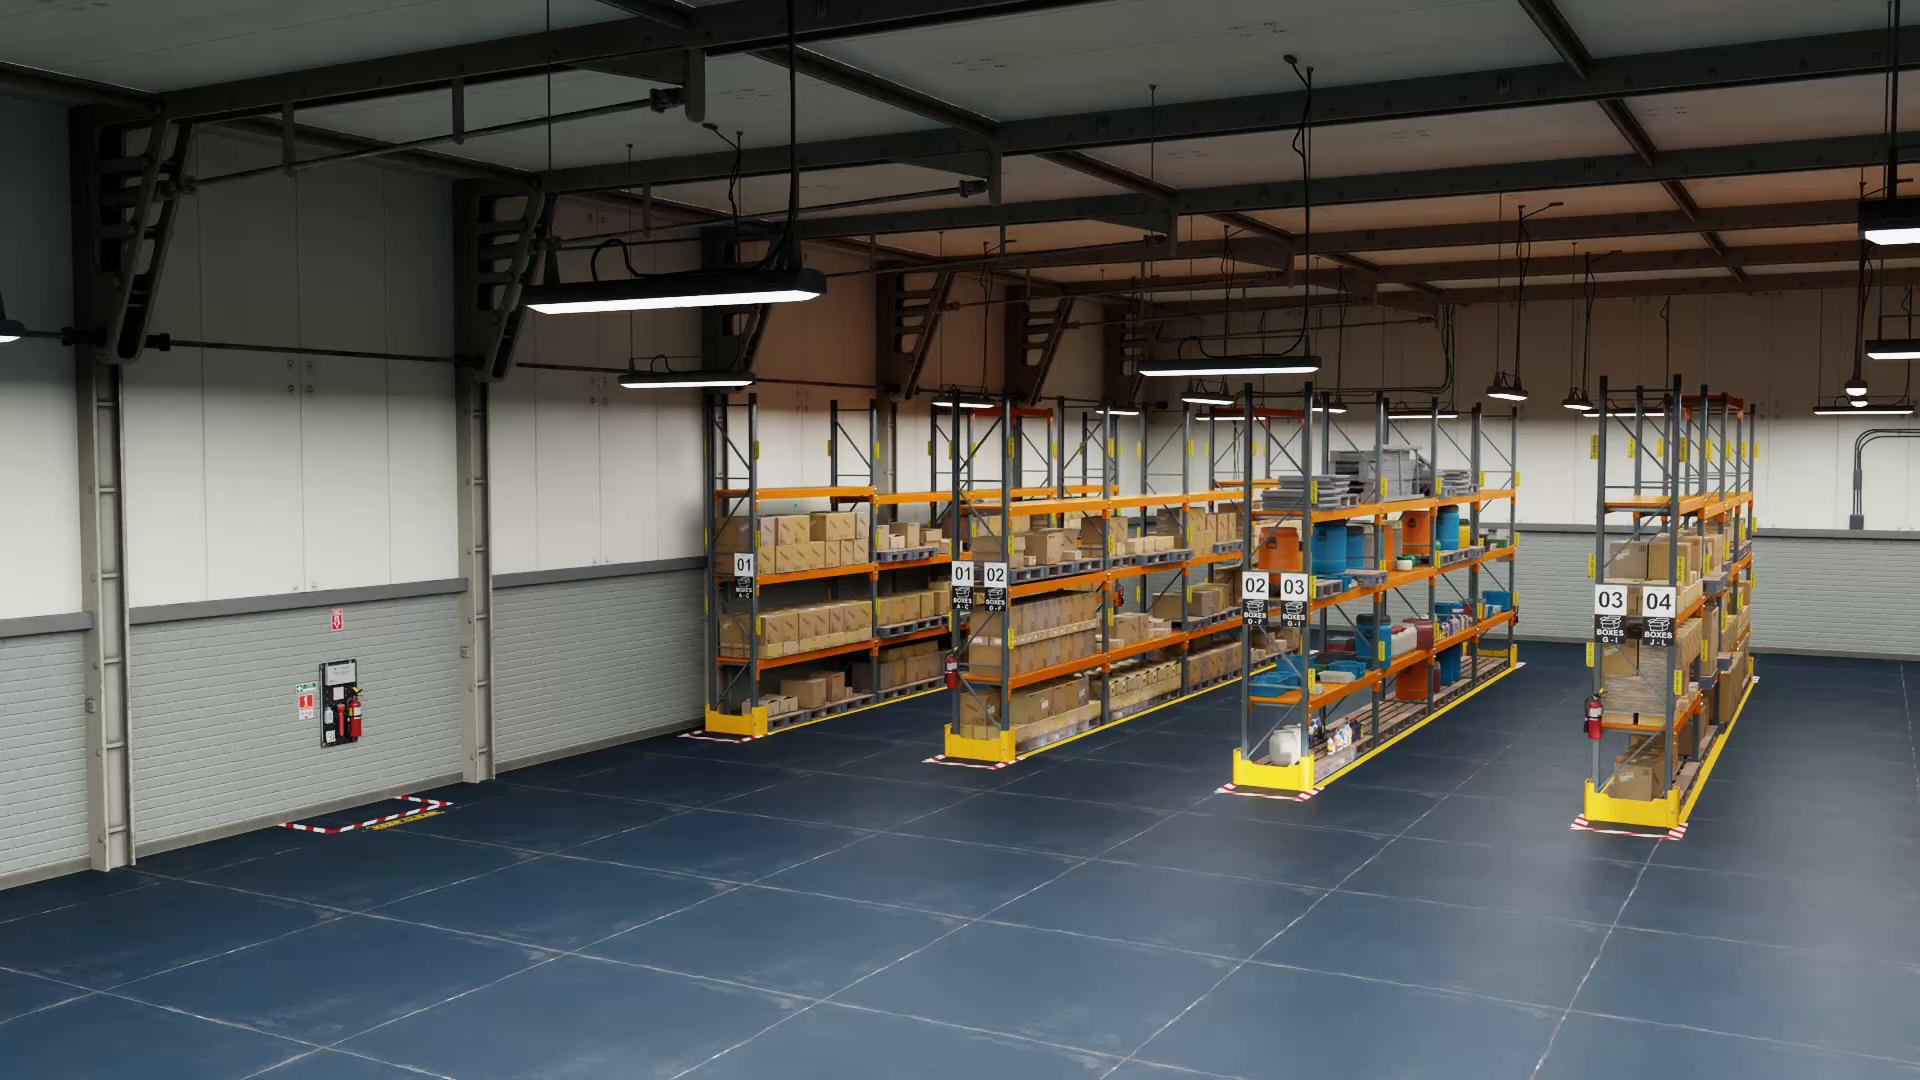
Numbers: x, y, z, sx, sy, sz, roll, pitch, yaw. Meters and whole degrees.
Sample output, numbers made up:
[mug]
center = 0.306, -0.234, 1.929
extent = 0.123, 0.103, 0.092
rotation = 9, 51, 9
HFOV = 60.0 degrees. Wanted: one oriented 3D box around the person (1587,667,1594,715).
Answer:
[person]
center = 11.970, 2.502, 31.099
extent = 0.450, 1.645, 0.464
rotation = 2, 4, 39
